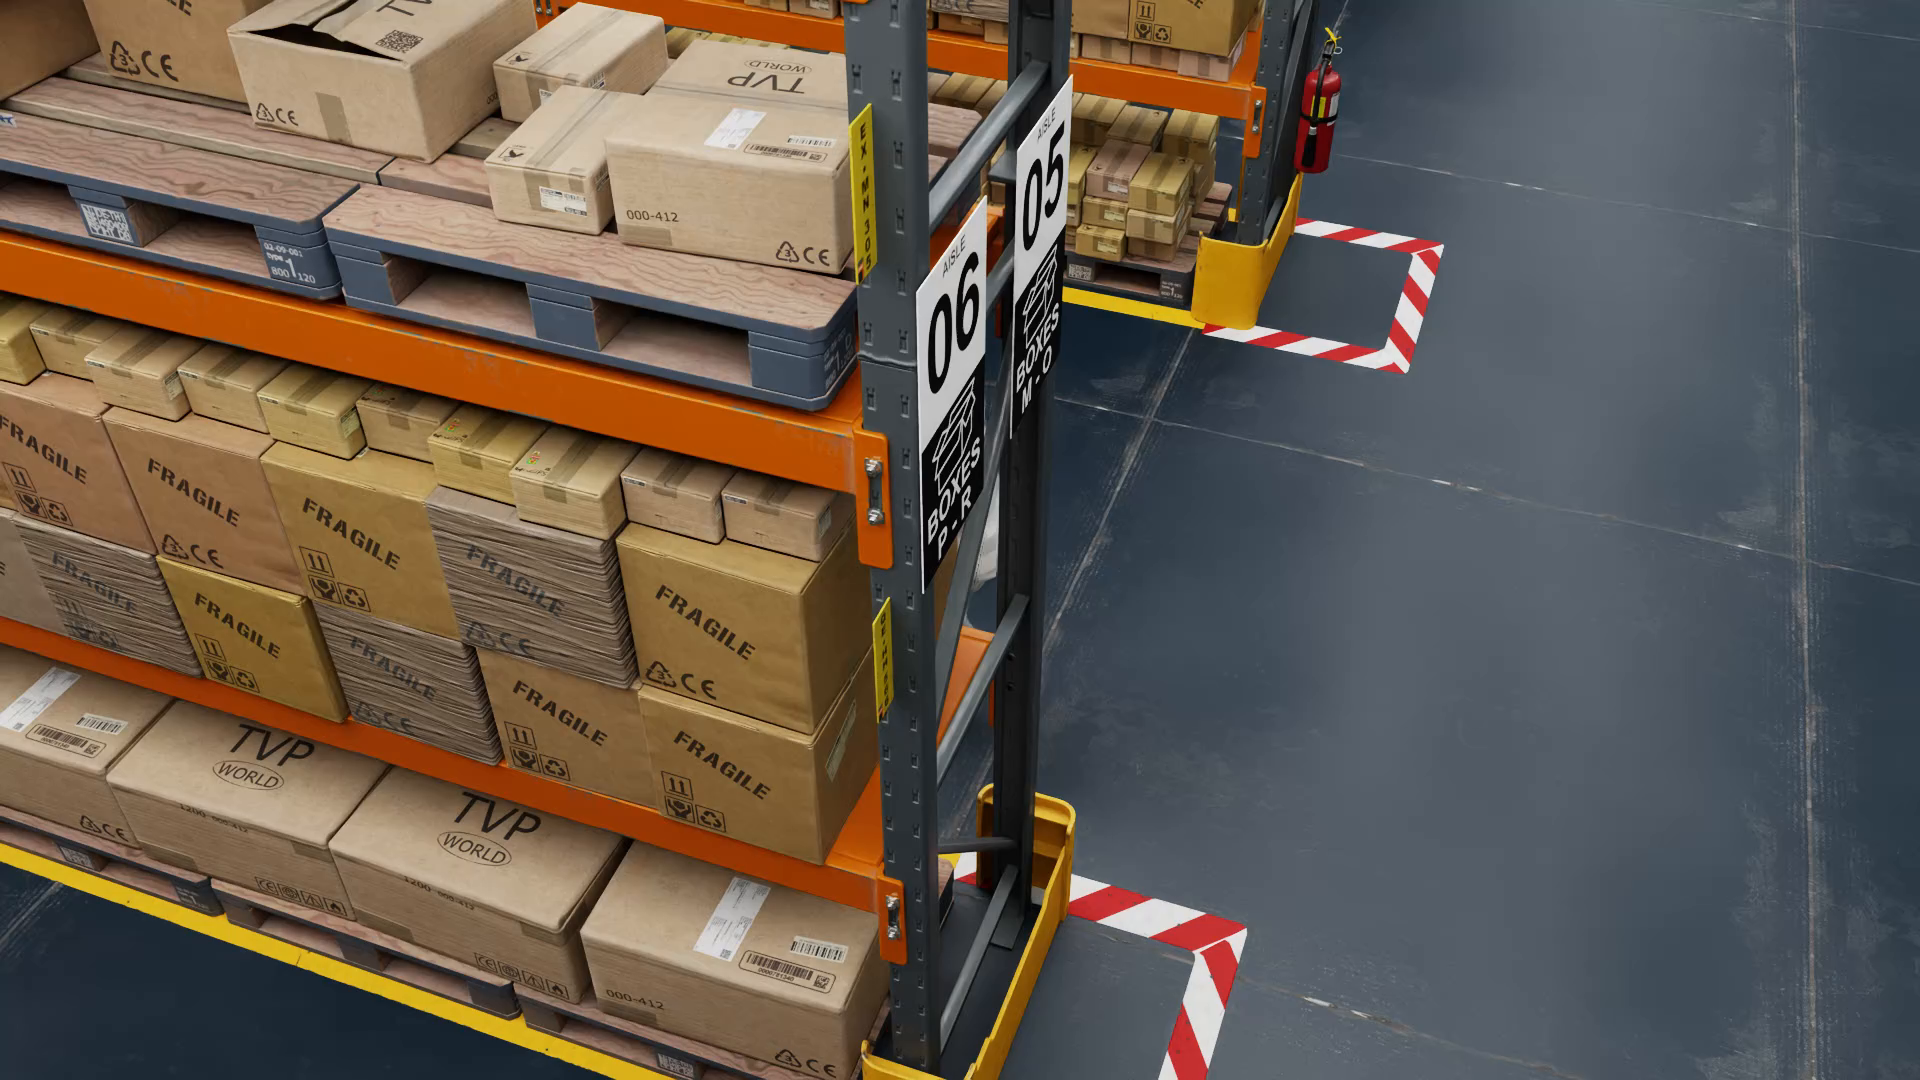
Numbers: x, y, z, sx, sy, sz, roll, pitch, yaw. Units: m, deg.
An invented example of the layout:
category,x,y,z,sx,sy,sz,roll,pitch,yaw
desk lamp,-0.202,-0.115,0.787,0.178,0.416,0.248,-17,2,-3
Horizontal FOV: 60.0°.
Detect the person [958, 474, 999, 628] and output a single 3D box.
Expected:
category,x,y,z,sx,sy,sz,roll,pitch,yaw
person,-0.114,0.019,6.245,0.606,1.624,0.598,9,42,10
